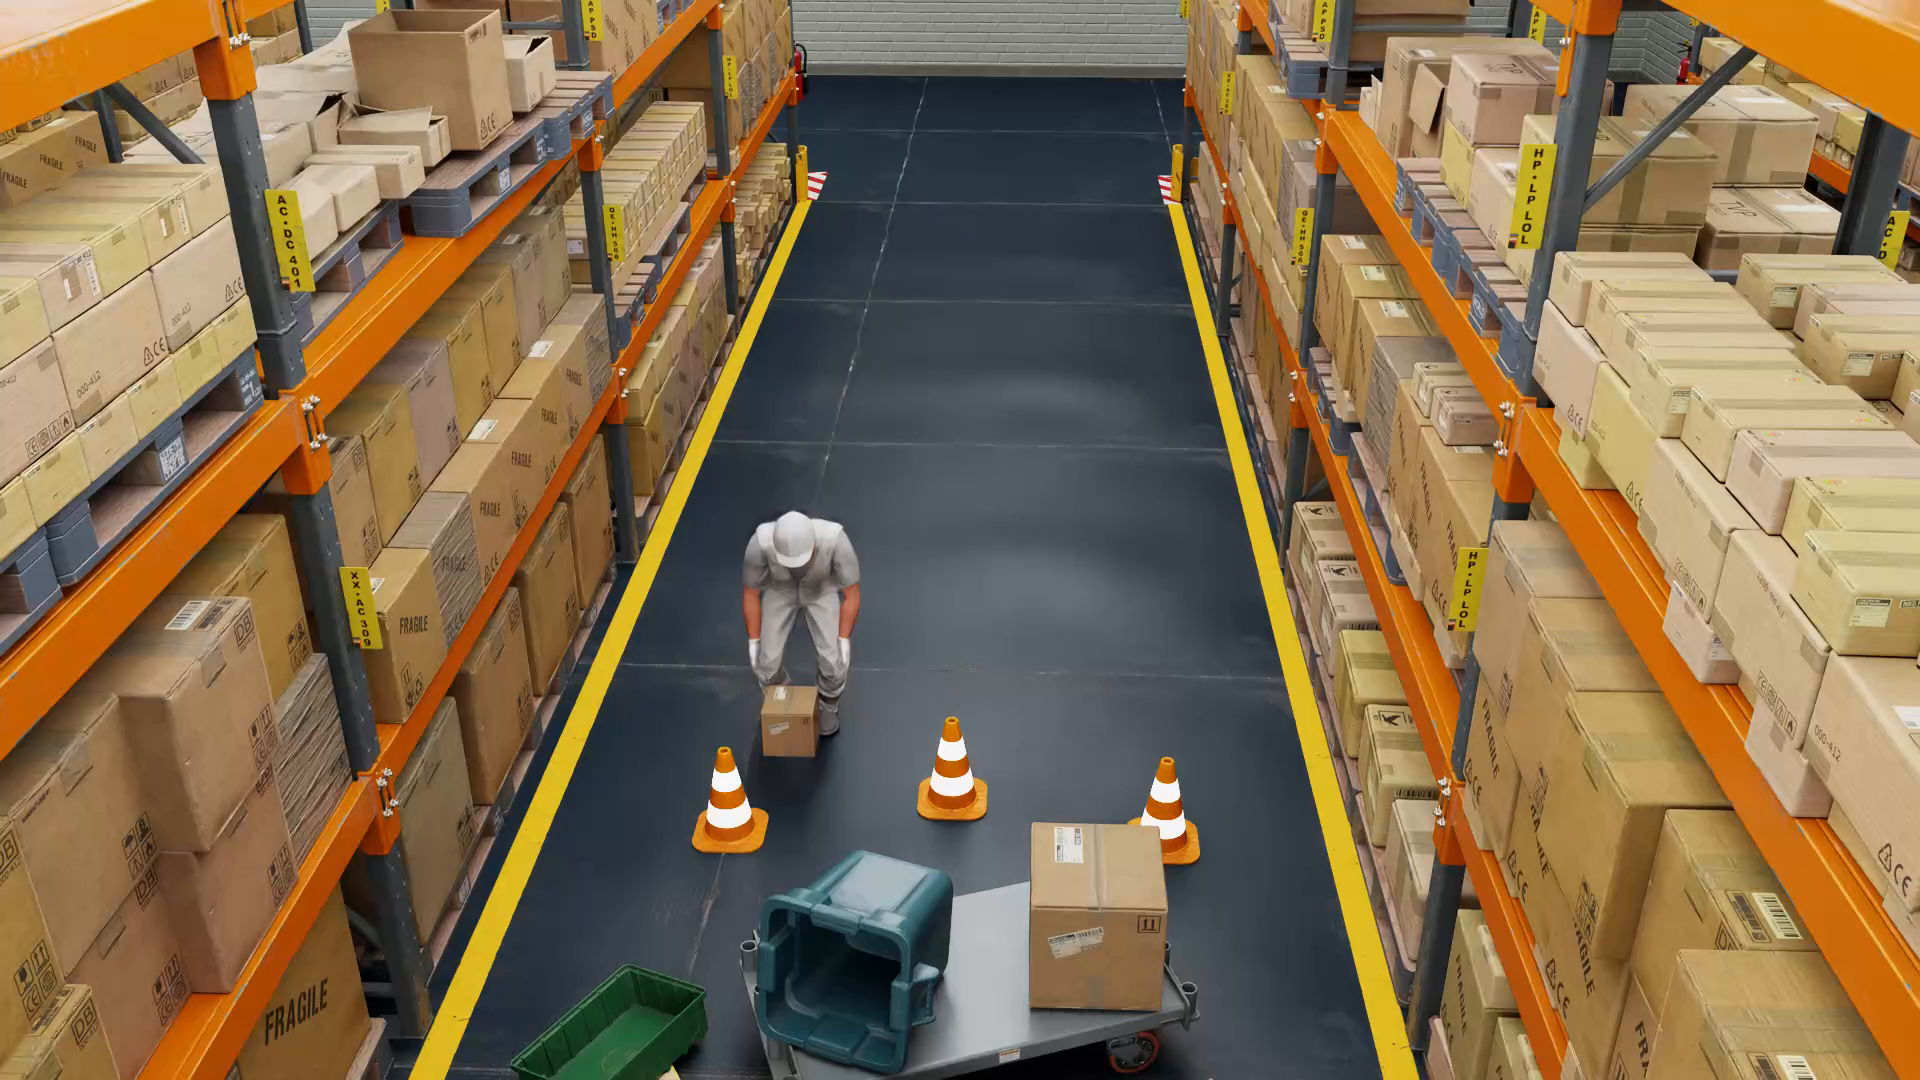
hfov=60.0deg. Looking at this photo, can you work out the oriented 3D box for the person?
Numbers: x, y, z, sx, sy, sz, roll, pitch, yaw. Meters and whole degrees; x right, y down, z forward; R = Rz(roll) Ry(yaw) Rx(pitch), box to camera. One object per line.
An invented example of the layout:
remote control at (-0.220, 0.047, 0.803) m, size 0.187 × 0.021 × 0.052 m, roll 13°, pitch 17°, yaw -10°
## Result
person at (-0.775, 0.373, 8.322) m, size 0.584 × 1.384 × 0.780 m, roll 1°, pitch 28°, yaw 2°
